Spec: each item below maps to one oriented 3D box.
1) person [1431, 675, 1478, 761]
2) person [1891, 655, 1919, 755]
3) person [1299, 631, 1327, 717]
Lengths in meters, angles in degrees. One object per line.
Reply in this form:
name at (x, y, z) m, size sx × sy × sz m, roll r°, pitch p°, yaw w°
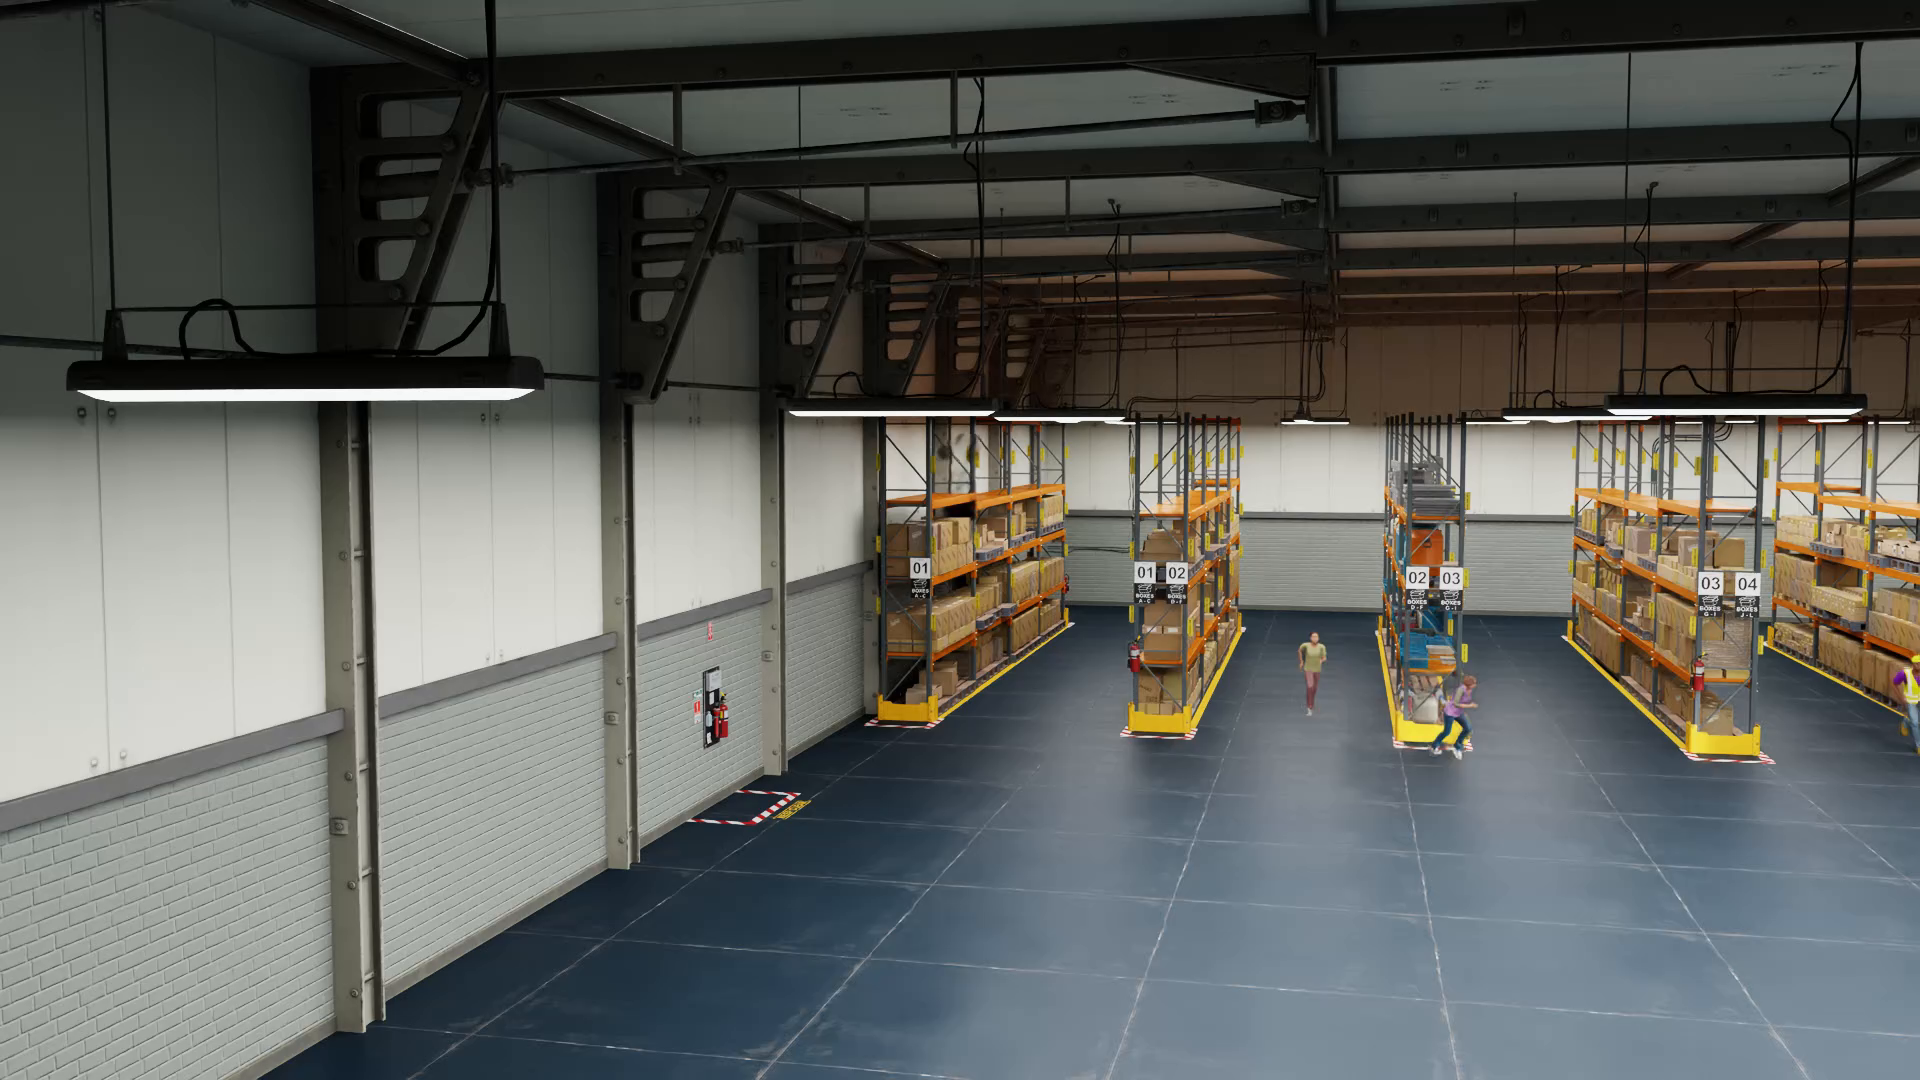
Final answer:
person at (8.550, 3.053, 28.689) m, size 0.573 × 1.505 × 0.896 m, roll -4°, pitch 5°, yaw -44°
person at (16.871, 2.887, 29.439) m, size 0.685 × 1.752 × 0.990 m, roll 1°, pitch 4°, yaw 7°
person at (7.063, 2.649, 33.317) m, size 0.499 × 1.703 × 0.851 m, roll 0°, pitch 4°, yaw -4°
